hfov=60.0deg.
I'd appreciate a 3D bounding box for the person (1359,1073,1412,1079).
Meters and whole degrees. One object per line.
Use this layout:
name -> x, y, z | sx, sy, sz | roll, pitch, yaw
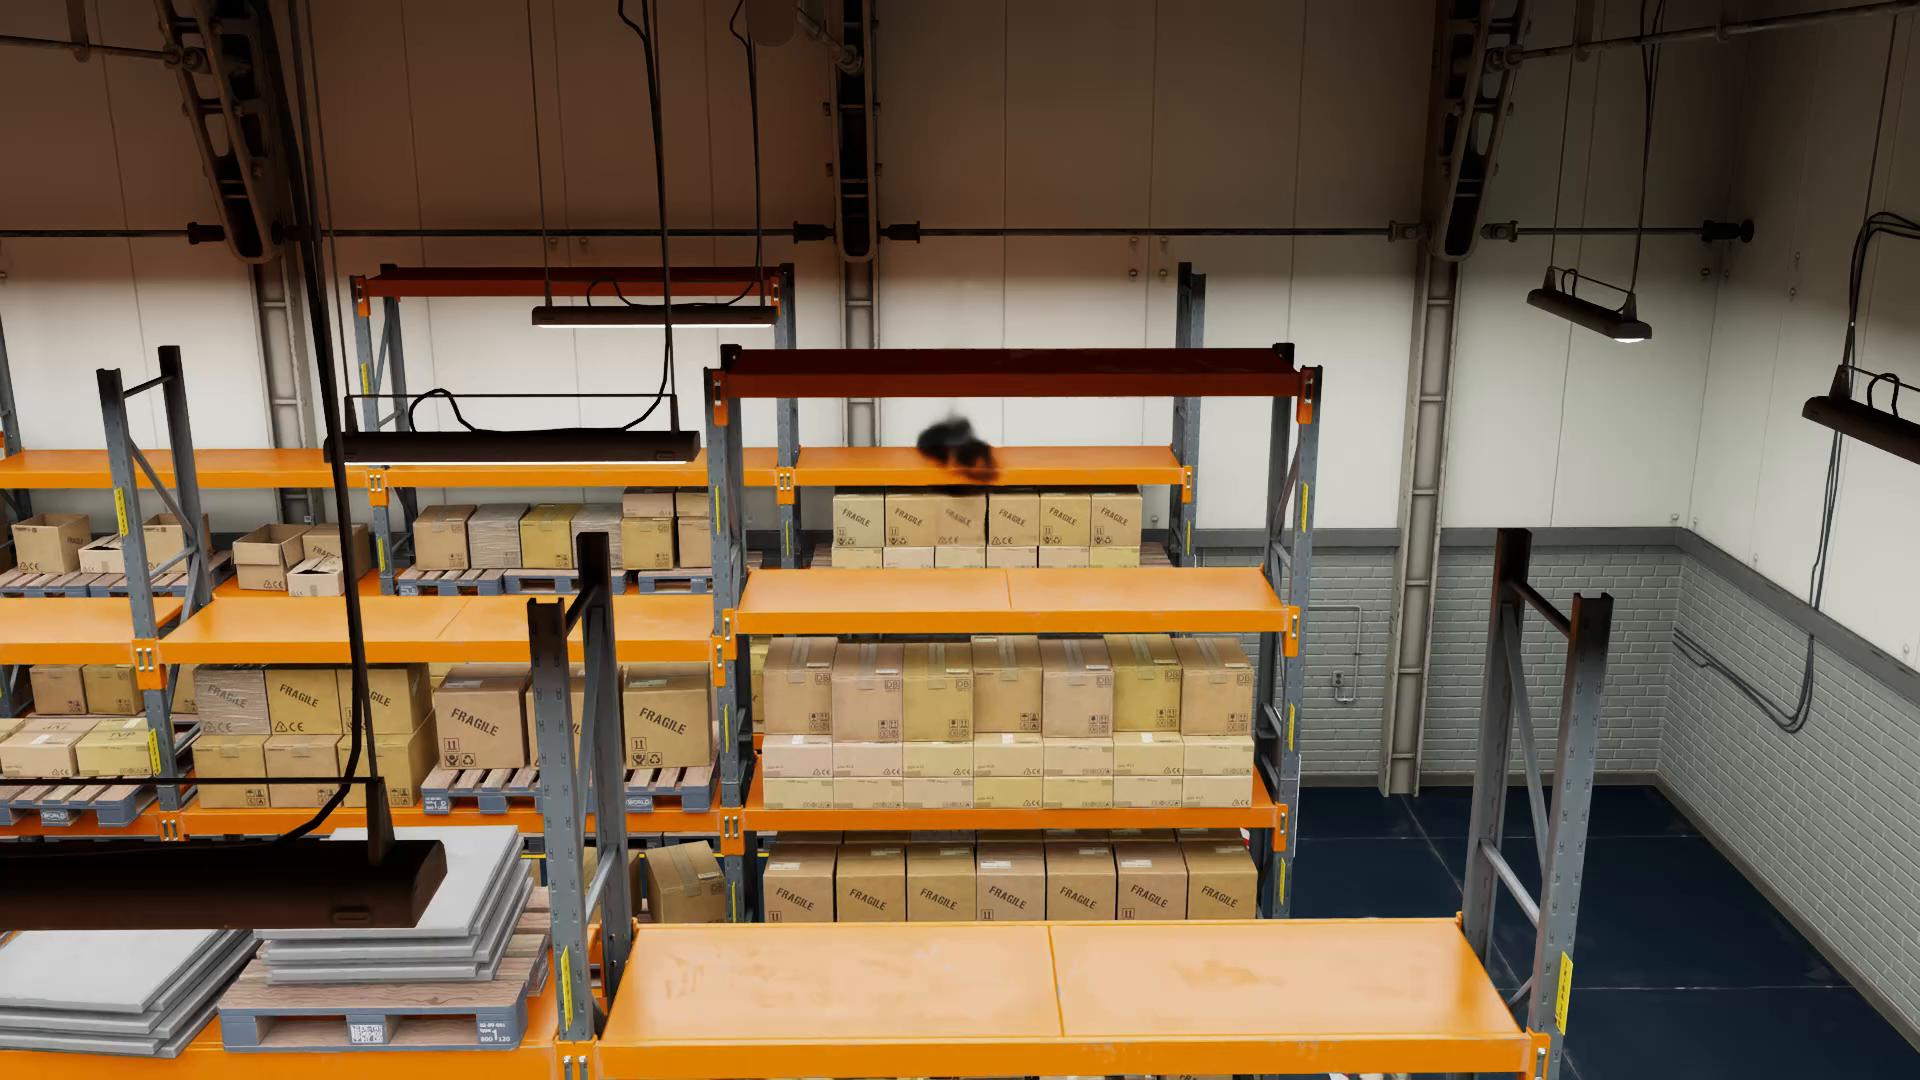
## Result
person -> 3.161, 3.751, 12.554 | 0.657, 1.807, 0.726 | 5, 17, 16
